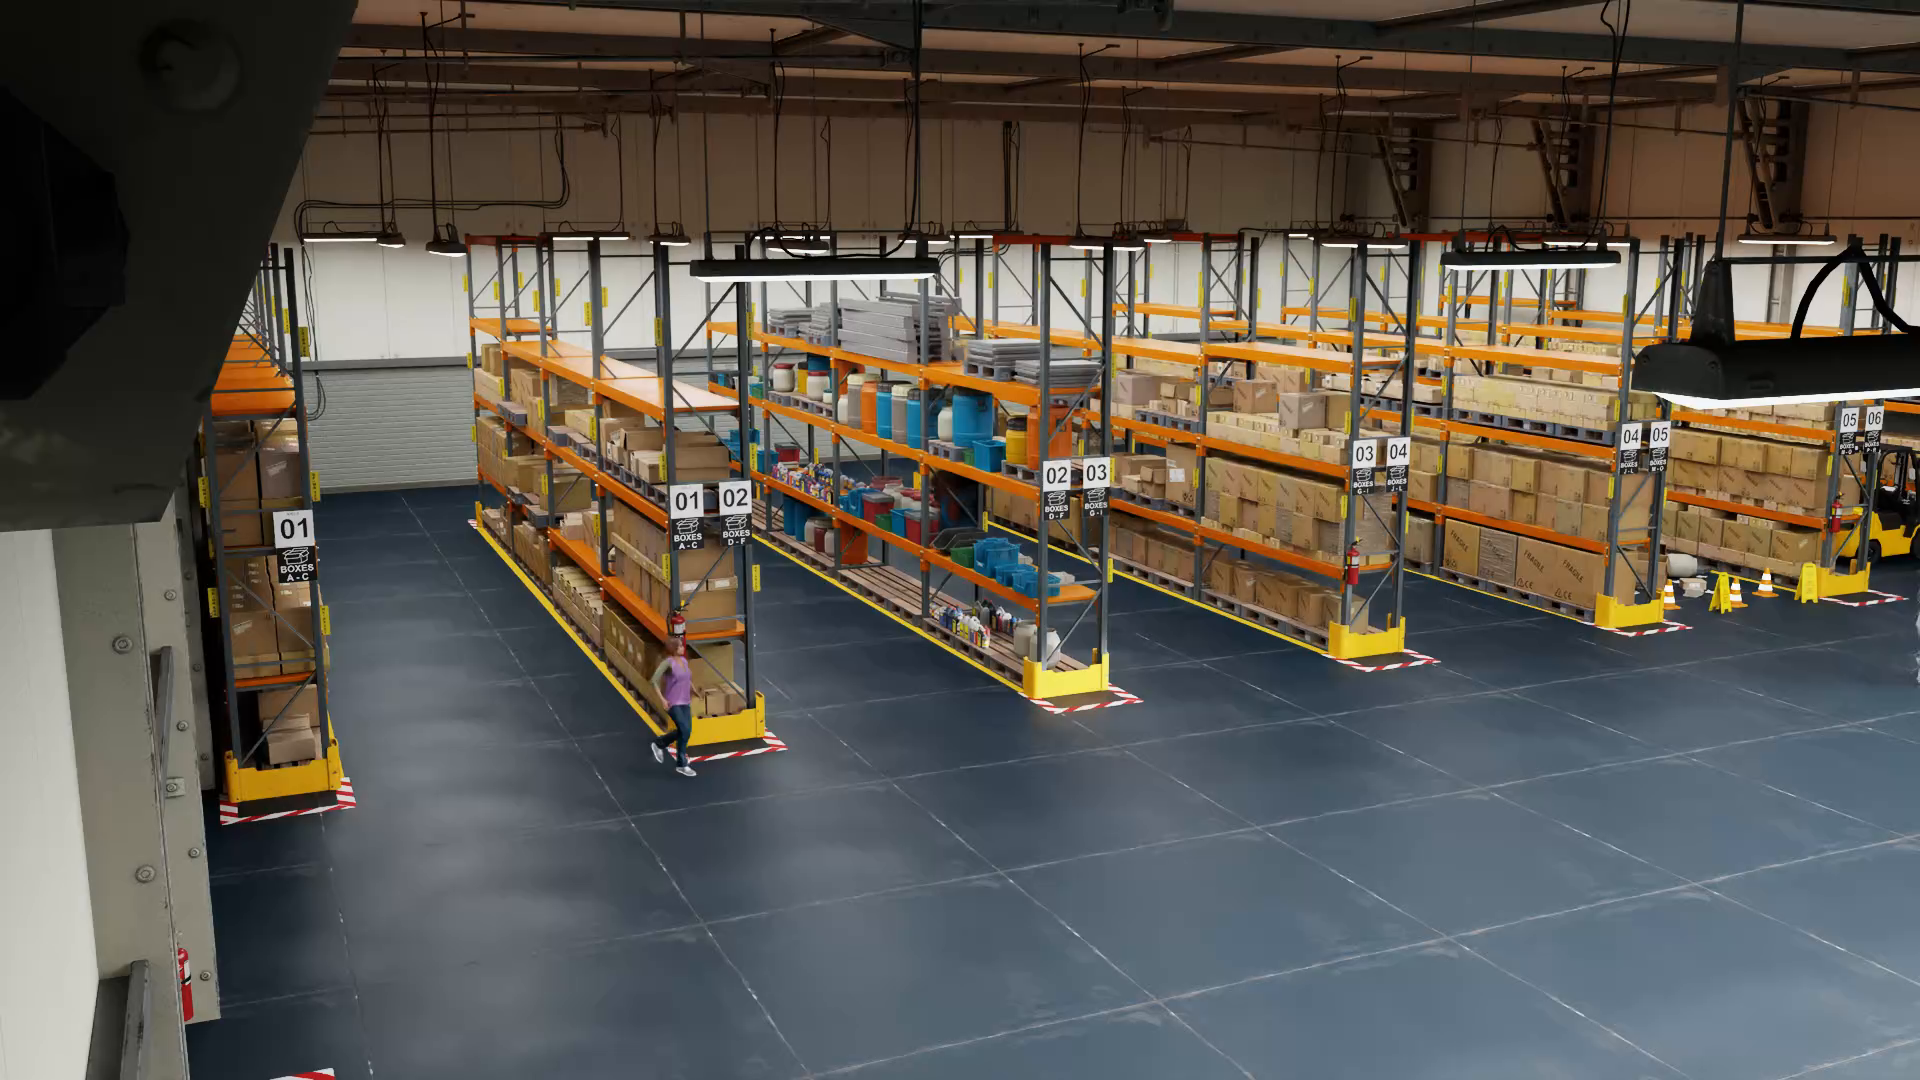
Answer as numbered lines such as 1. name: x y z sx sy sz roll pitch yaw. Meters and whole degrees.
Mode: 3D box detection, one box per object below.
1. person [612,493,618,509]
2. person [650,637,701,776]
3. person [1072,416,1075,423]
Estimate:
1. person: -6.923 -0.978 33.792 0.561 1.670 0.956 -8 13 -35
2. person: -3.288 1.913 19.250 0.642 1.572 0.590 5 12 26
3. person: 2.560 -2.152 39.754 0.764 1.726 0.606 -1 11 -7
